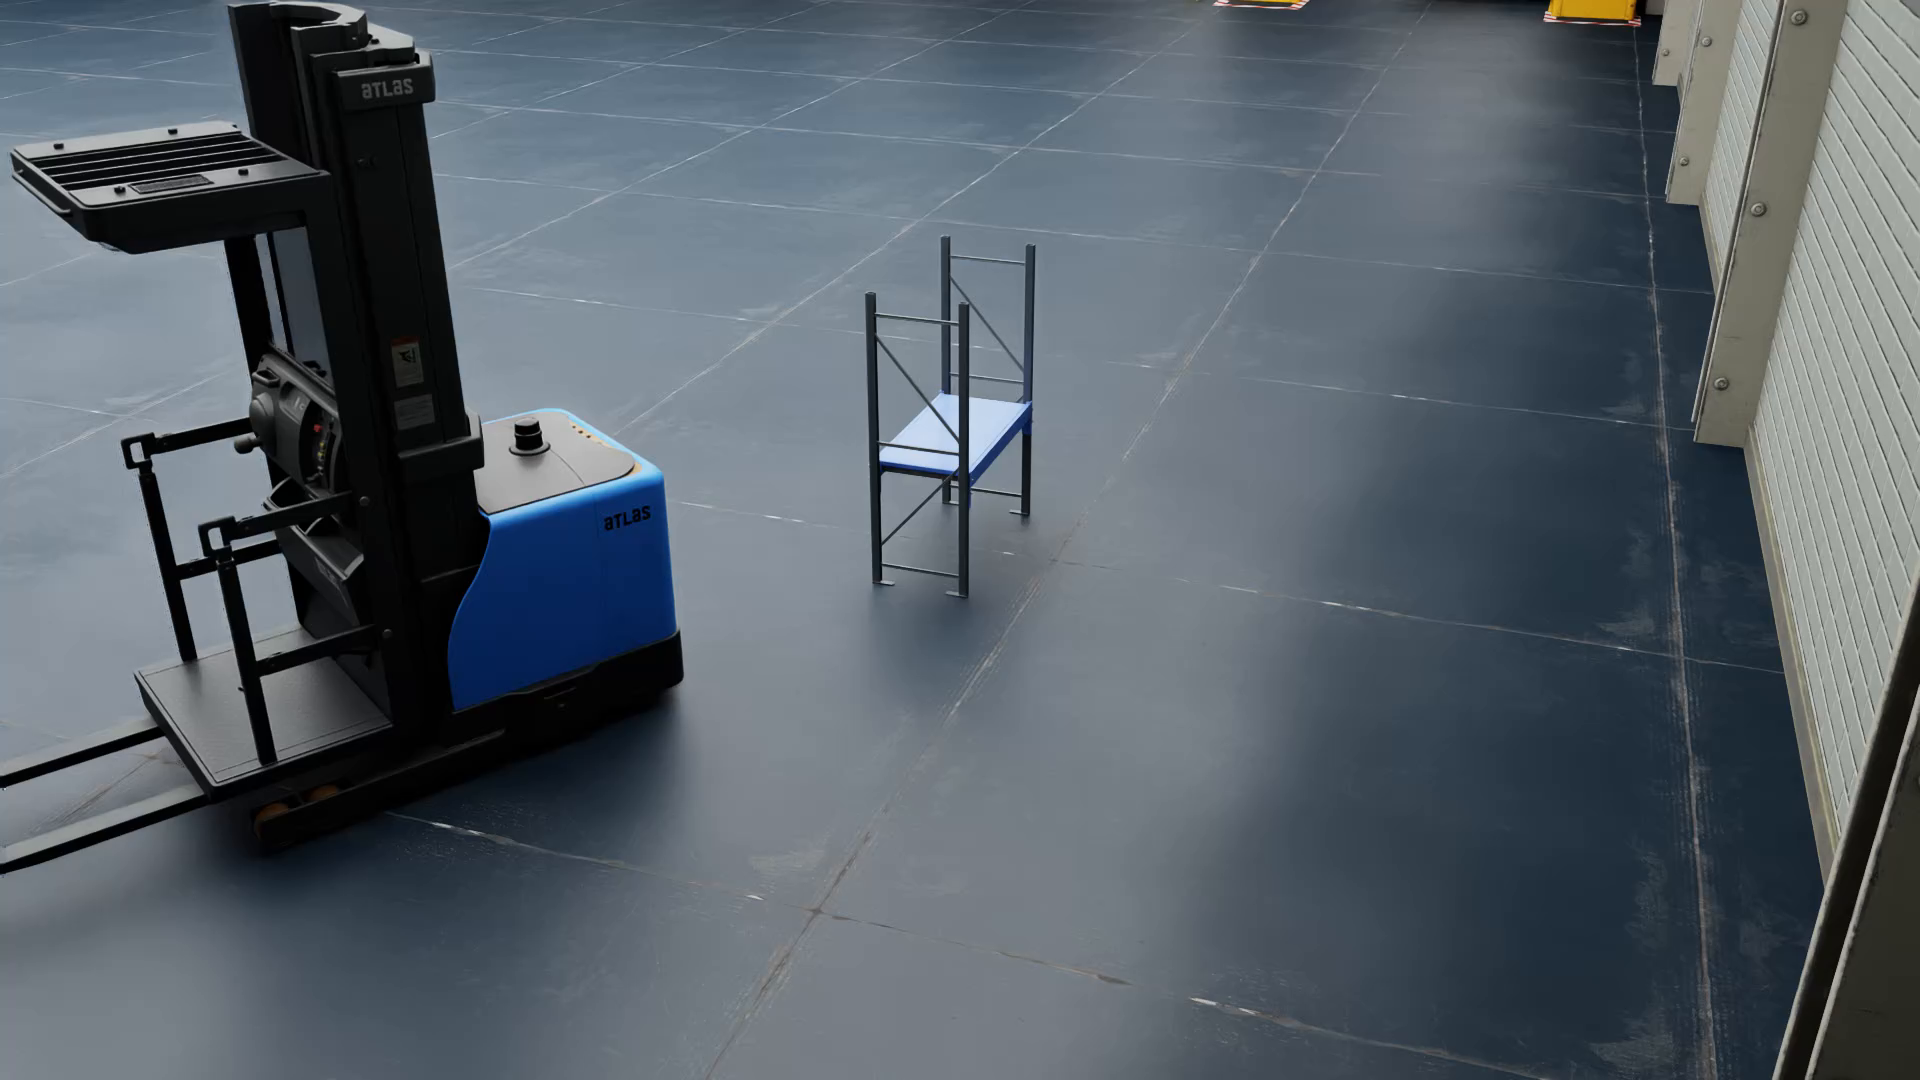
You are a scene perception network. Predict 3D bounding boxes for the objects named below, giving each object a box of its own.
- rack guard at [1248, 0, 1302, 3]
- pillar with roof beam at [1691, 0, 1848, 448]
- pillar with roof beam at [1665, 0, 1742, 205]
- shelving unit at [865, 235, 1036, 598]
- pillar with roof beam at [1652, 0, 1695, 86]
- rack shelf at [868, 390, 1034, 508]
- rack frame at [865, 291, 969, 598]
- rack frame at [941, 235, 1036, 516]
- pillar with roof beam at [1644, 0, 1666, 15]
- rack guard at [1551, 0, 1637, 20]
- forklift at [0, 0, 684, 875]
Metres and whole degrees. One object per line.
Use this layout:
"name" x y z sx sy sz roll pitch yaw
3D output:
"rack guard" 4.862 -8.863 26.482 1.175 0.500 0.348 9 27 17
"pillar with roof beam" 0.551 -5.322 9.415 9.100 9.000 0.400 9 27 17
"pillar with roof beam" 2.548 -7.787 14.507 9.100 9.000 0.400 9 27 17
"shelving unit" -0.028 -0.640 8.351 0.538 1.500 1.048 9 27 17
"pillar with roof beam" 4.544 -10.253 19.600 9.100 9.000 0.400 9 27 17
"rack shelf" -0.028 -0.478 8.429 0.538 0.185 1.000 9 27 17
"rack frame" -0.198 -0.431 7.919 0.500 1.500 0.032 9 27 17
"rack frame" 0.141 -0.849 8.782 0.500 1.500 0.032 9 27 17
"pillar with roof beam" 6.541 -12.719 24.692 9.100 9.000 0.400 9 27 17
"rack guard" 9.511 -8.104 24.914 1.175 0.500 0.348 9 27 17
"forklift" -2.686 -0.407 6.227 3.031 2.935 1.130 -19 32 -34
